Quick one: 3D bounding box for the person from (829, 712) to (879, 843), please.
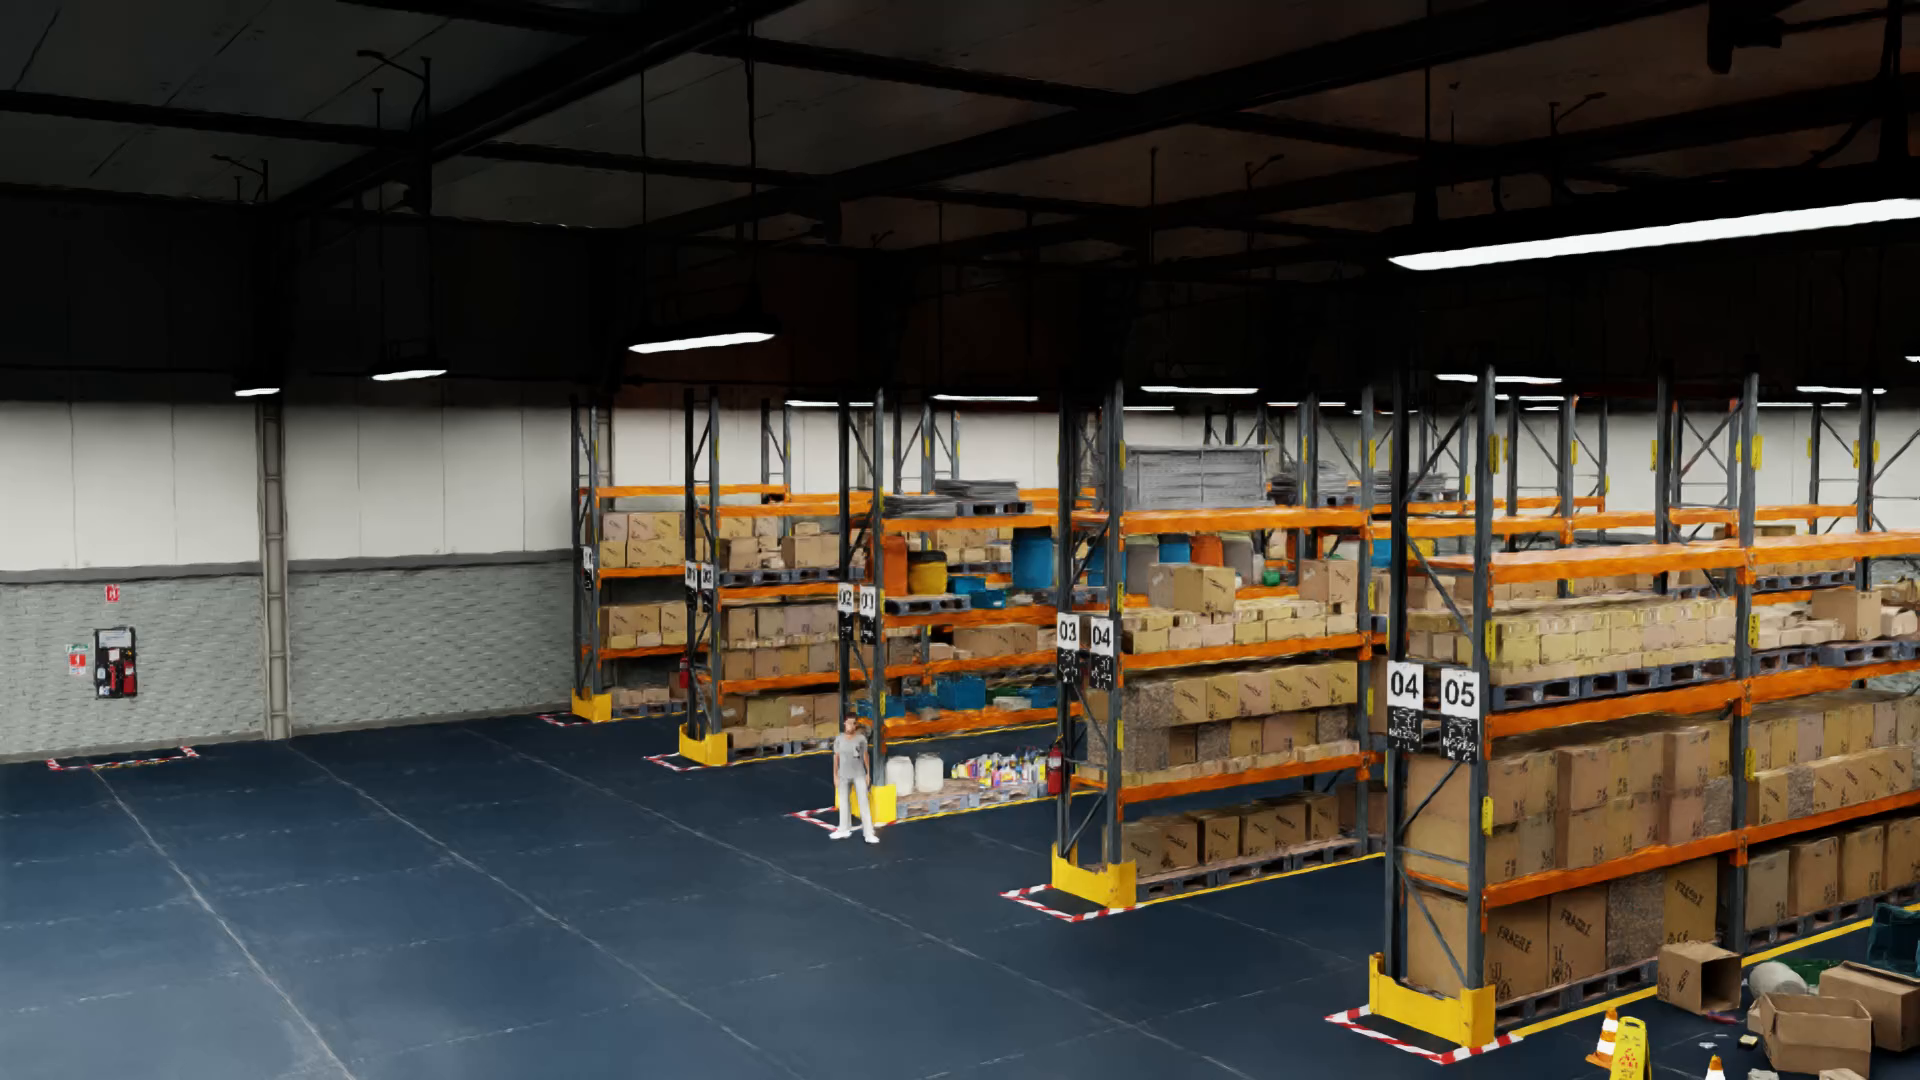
[{"bbox_3d":[-1.358,3.035,21.358,0.691,1.661,0.564,0,3,3],"label":"person"}]
